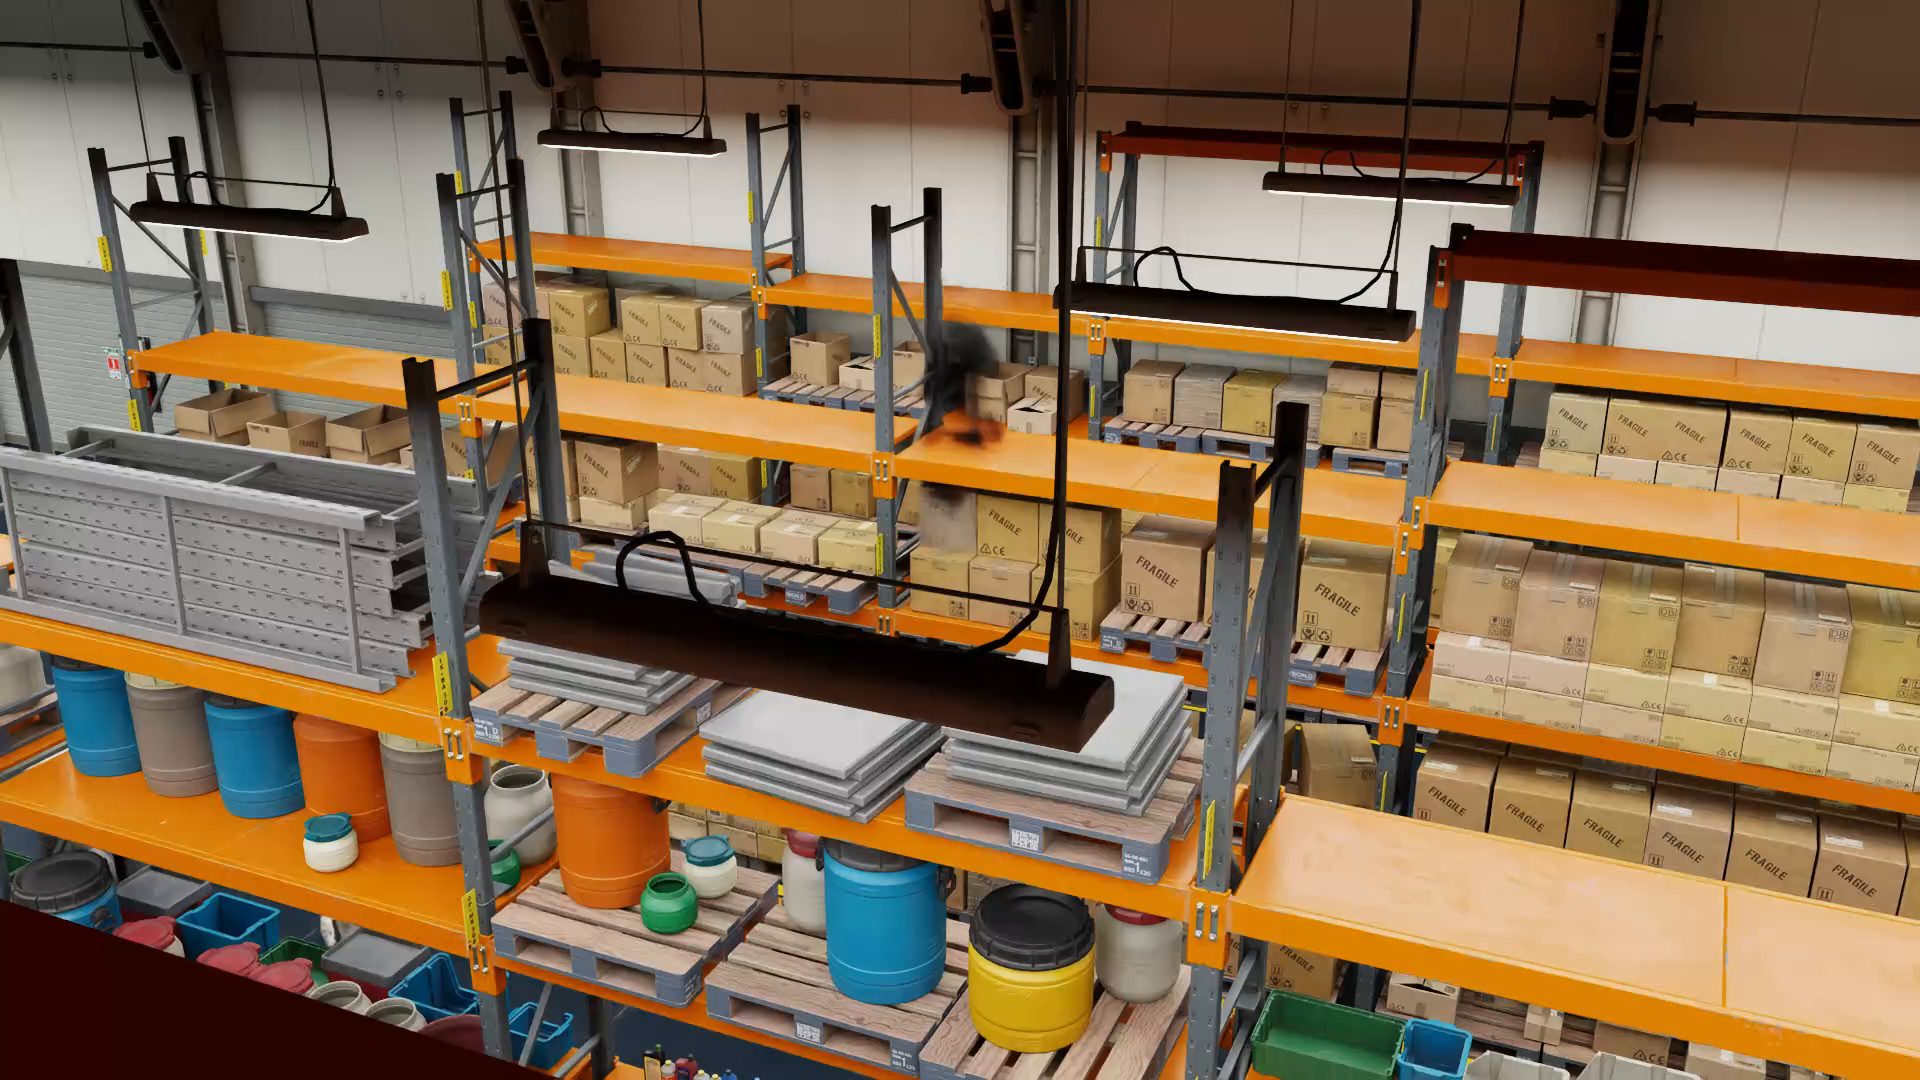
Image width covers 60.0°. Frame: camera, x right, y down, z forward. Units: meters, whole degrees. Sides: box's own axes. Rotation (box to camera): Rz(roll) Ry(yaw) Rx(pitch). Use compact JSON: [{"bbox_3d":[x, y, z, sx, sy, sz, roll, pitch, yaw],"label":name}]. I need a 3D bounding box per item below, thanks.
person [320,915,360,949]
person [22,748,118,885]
[{"bbox_3d":[-4.524,3.107,12.362,0.760,1.467,0.569,12,24,29],"label":"person"},{"bbox_3d":[-7.529,2.324,13.984,0.967,1.792,0.668,12,24,29],"label":"person"}]
